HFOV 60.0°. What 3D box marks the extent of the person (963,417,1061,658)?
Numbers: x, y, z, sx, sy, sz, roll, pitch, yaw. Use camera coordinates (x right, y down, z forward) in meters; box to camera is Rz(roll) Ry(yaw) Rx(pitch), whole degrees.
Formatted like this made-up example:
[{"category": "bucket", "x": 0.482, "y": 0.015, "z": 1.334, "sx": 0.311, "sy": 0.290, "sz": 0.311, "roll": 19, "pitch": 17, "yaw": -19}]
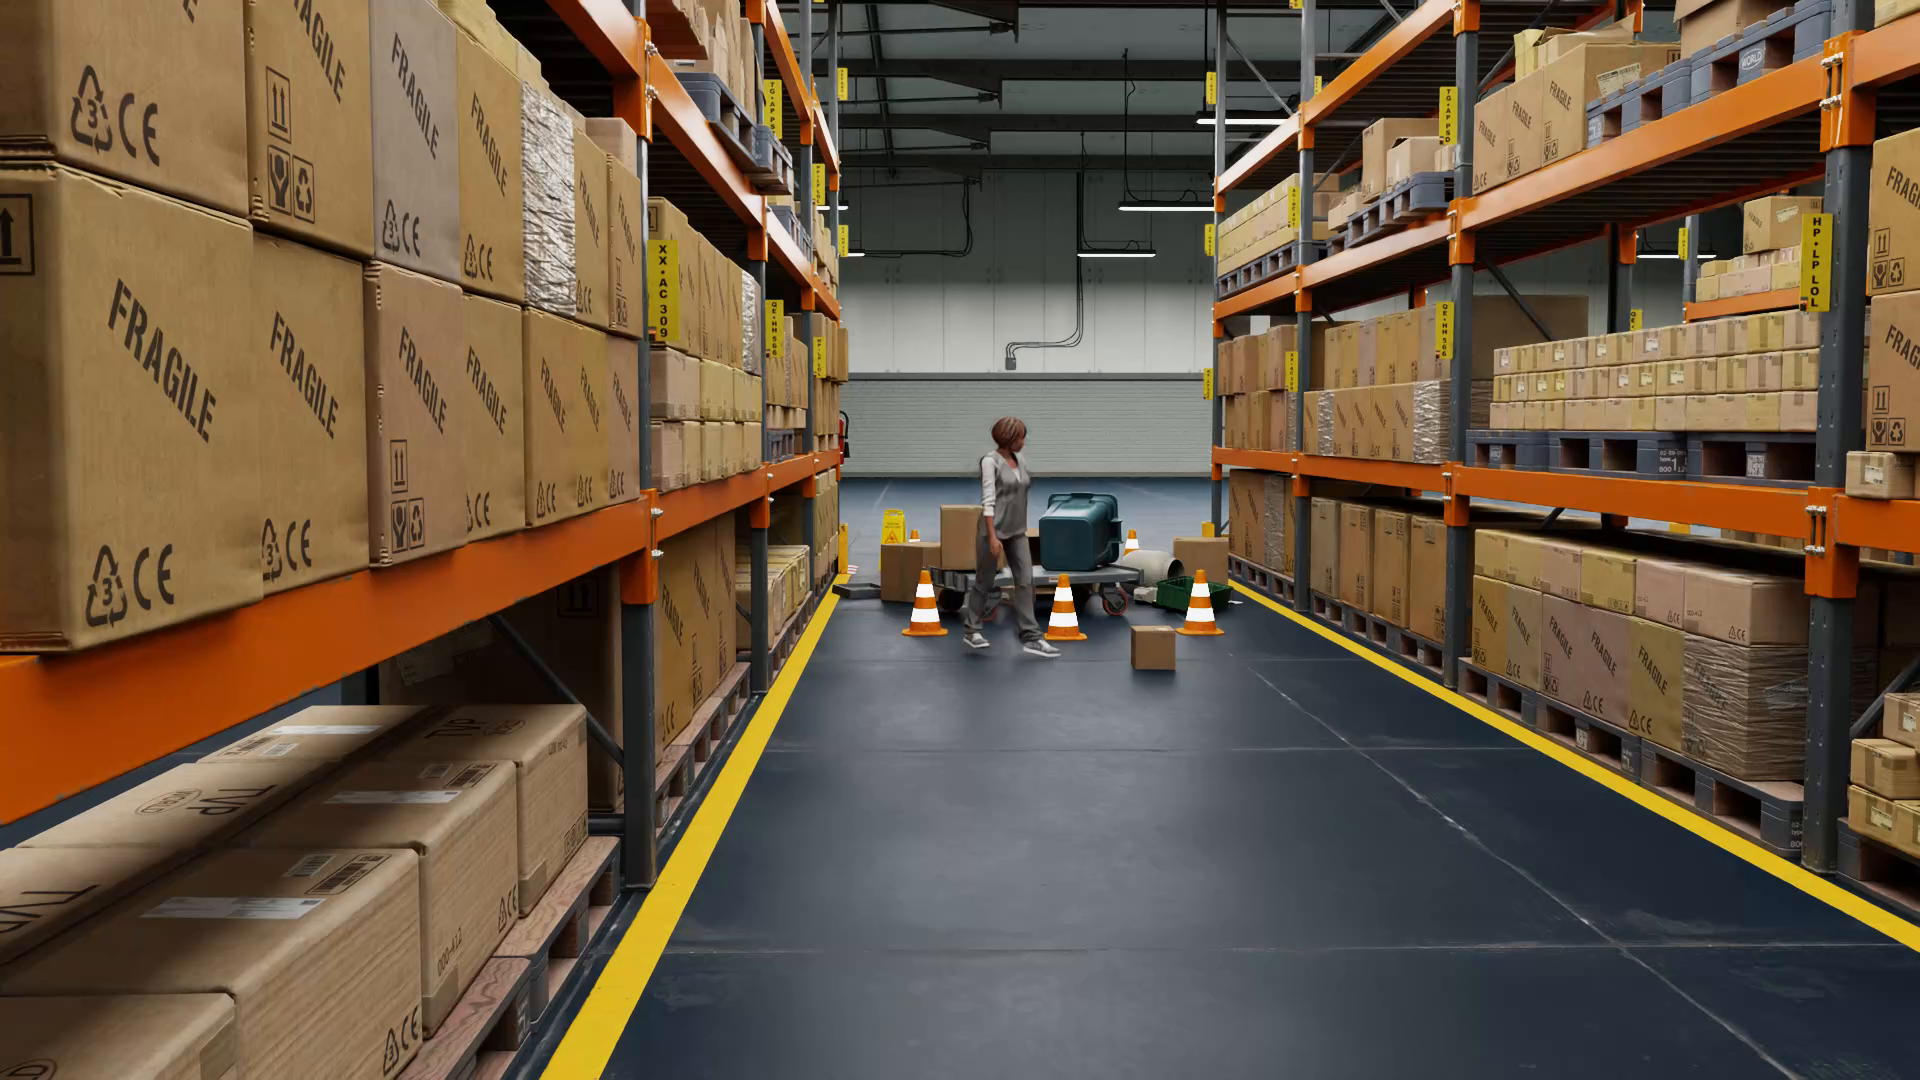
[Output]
[{"category": "person", "x": 0.289, "y": -0.025, "z": 11.025, "sx": 0.426, "sy": 1.575, "sz": 0.766, "roll": -3, "pitch": 5, "yaw": -39}]
